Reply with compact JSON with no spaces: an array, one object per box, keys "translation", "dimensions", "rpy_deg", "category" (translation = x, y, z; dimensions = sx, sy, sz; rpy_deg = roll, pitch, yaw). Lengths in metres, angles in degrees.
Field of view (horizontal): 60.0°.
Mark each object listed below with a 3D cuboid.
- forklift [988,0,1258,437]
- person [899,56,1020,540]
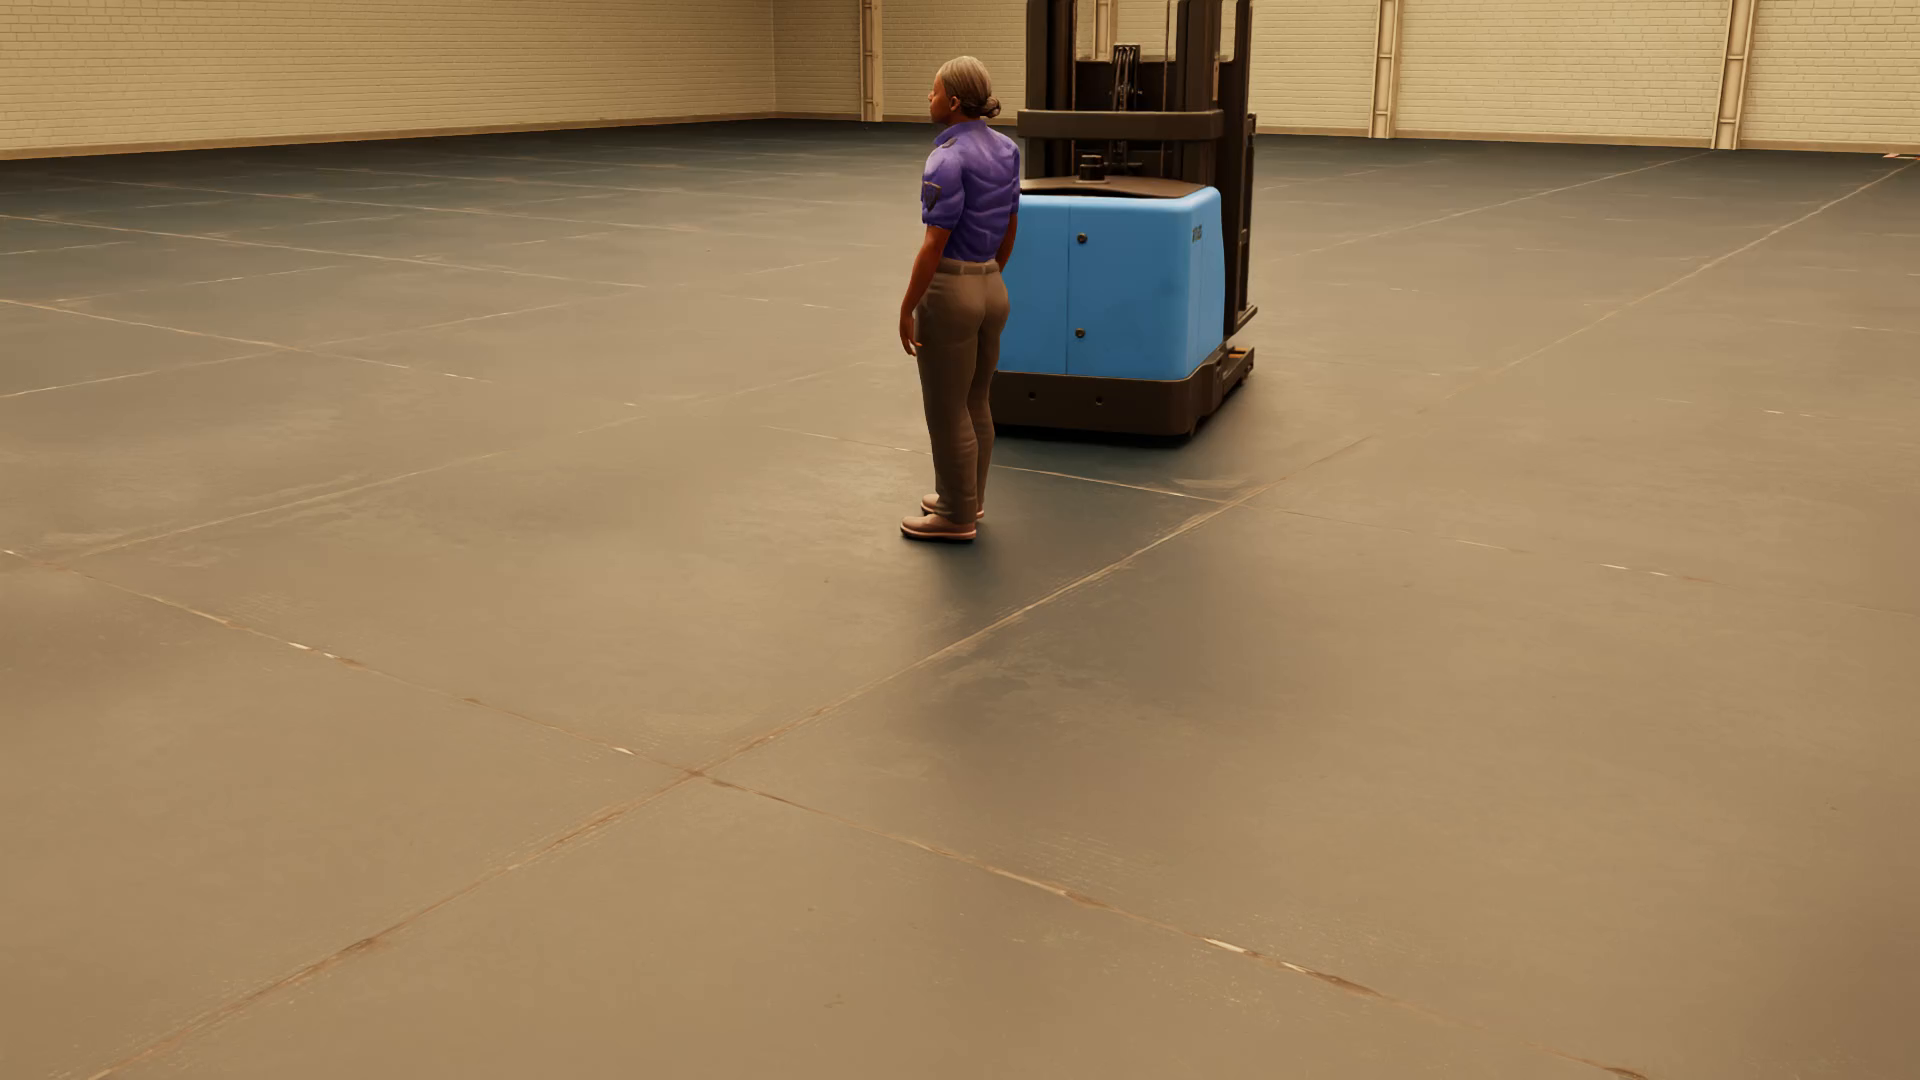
[{"translation":[0.932,-2.238,8.315],"dimensions":[1.130,2.935,3.031],"rpy_deg":[5,17,17],"category":"forklift"},{"translation":[-0.061,-0.819,5.773],"dimensions":[0.503,1.656,0.569],"rpy_deg":[11,20,33],"category":"person"}]
